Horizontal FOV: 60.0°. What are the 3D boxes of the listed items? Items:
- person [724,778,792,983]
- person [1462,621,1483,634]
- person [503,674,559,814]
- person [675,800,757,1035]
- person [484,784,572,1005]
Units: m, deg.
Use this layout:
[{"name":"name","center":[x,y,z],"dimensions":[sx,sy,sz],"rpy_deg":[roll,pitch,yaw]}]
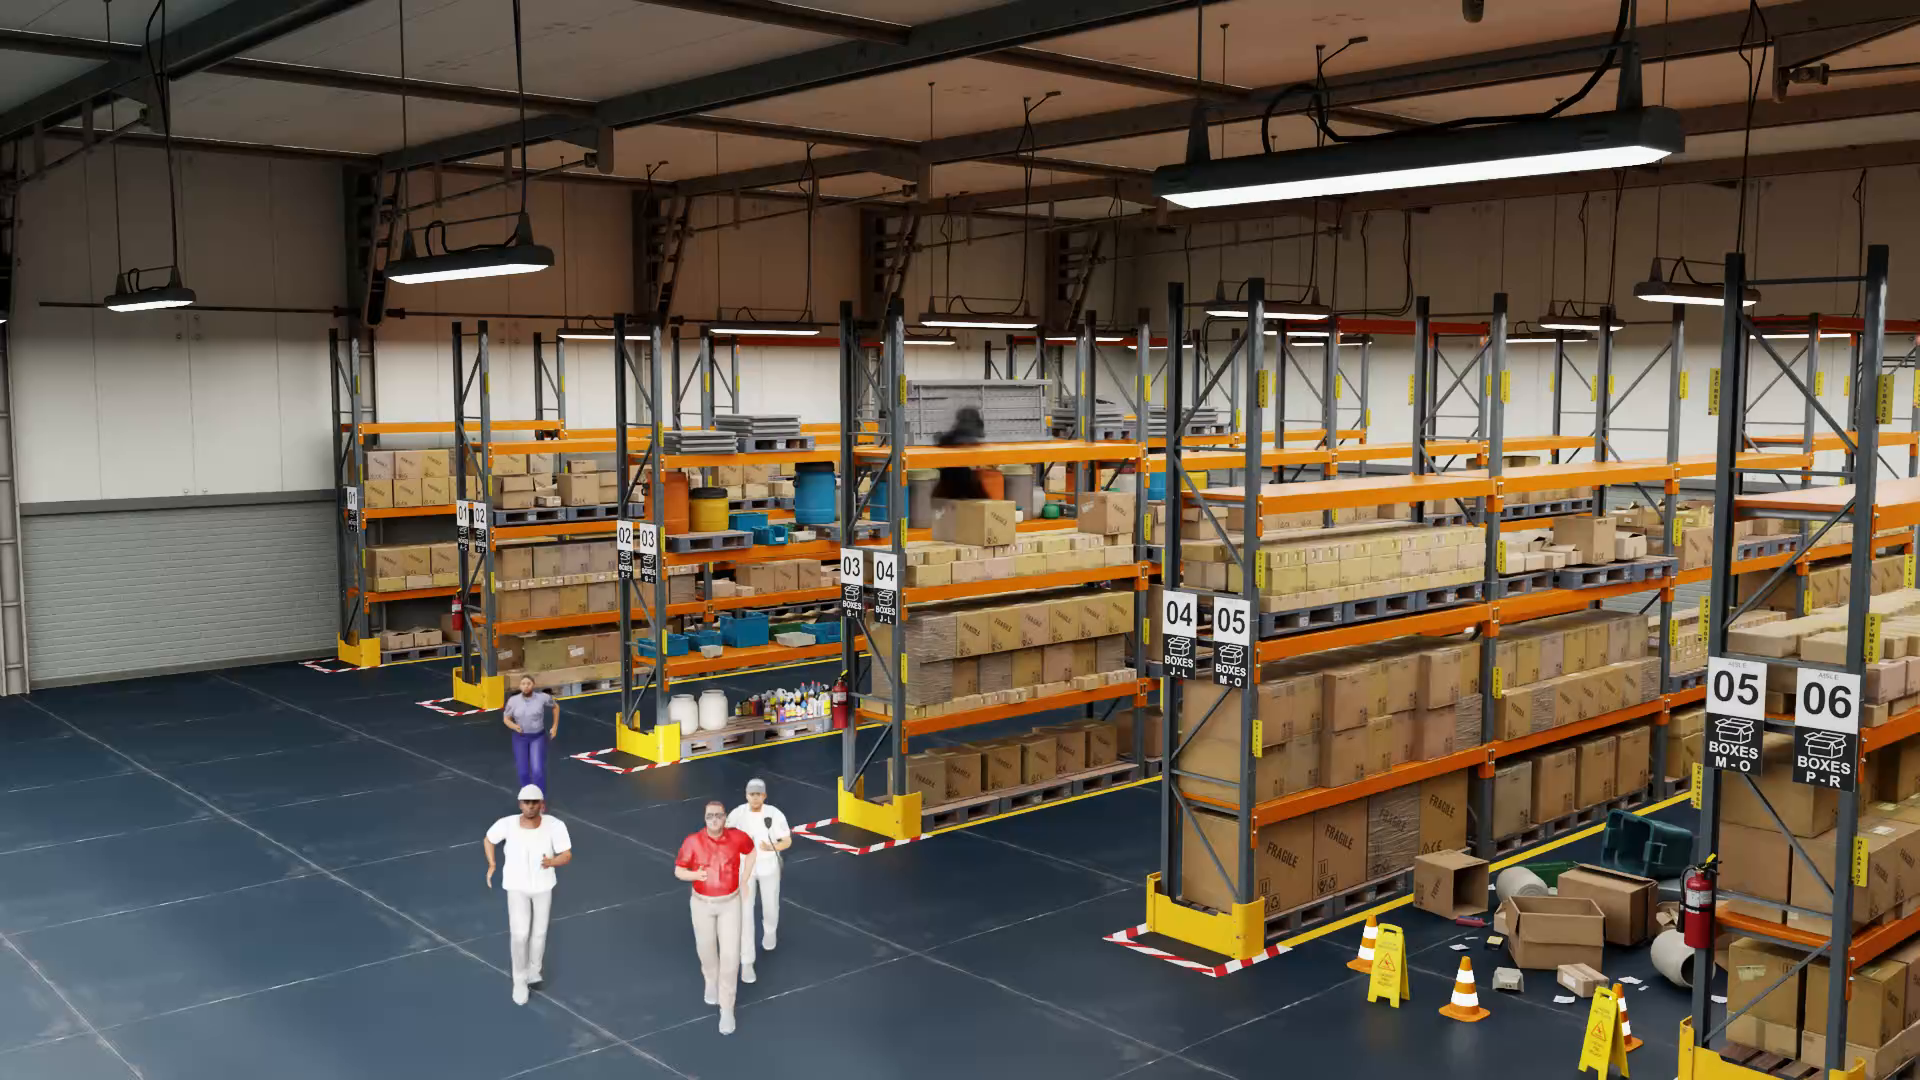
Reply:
[{"name":"person","center":[-1.768,2.892,14.490],"dimensions":[0.607,1.656,0.940],"rpy_deg":[-1,6,-5]},{"name":"person","center":[7.456,1.896,23.917],"dimensions":[0.664,1.823,0.824],"rpy_deg":[5,8,41]},{"name":"person","center":[-5.081,2.430,19.693],"dimensions":[0.620,1.712,0.715],"rpy_deg":[-1,6,-7]},{"name":"person","center":[-1.964,2.976,13.392],"dimensions":[0.647,1.773,0.823],"rpy_deg":[0,6,-5]},{"name":"person","center":[-3.577,2.924,13.842],"dimensions":[0.684,1.805,0.701],"rpy_deg":[-2,6,-20]}]
